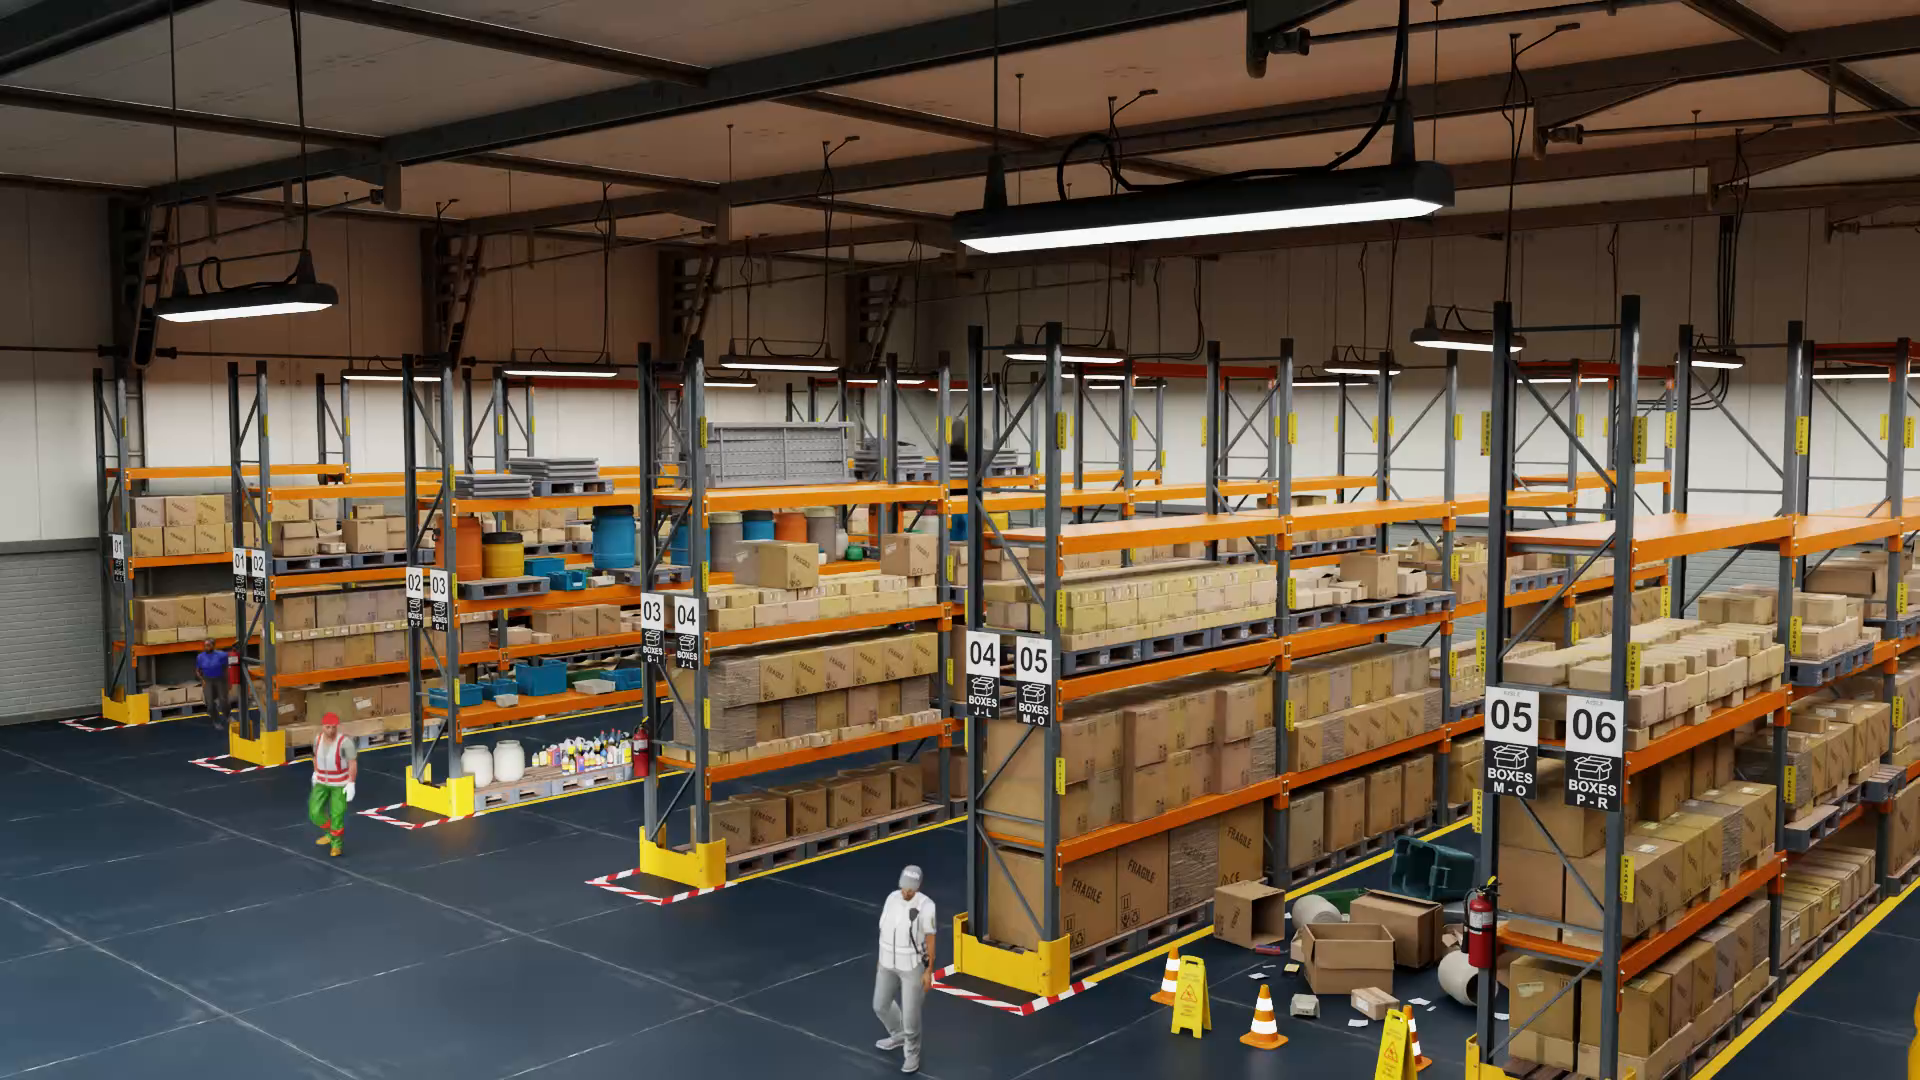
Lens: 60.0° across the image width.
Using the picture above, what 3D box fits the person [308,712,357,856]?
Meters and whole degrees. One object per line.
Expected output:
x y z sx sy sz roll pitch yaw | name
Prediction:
-7.375 2.858 19.554 0.694 1.745 0.596 1 4 10 | person

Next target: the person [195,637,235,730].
-12.331 2.369 27.513 0.547 1.587 0.717 -1 4 -17 | person

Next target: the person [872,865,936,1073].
-0.454 3.371 13.255 0.619 1.644 0.512 2 5 26 | person
